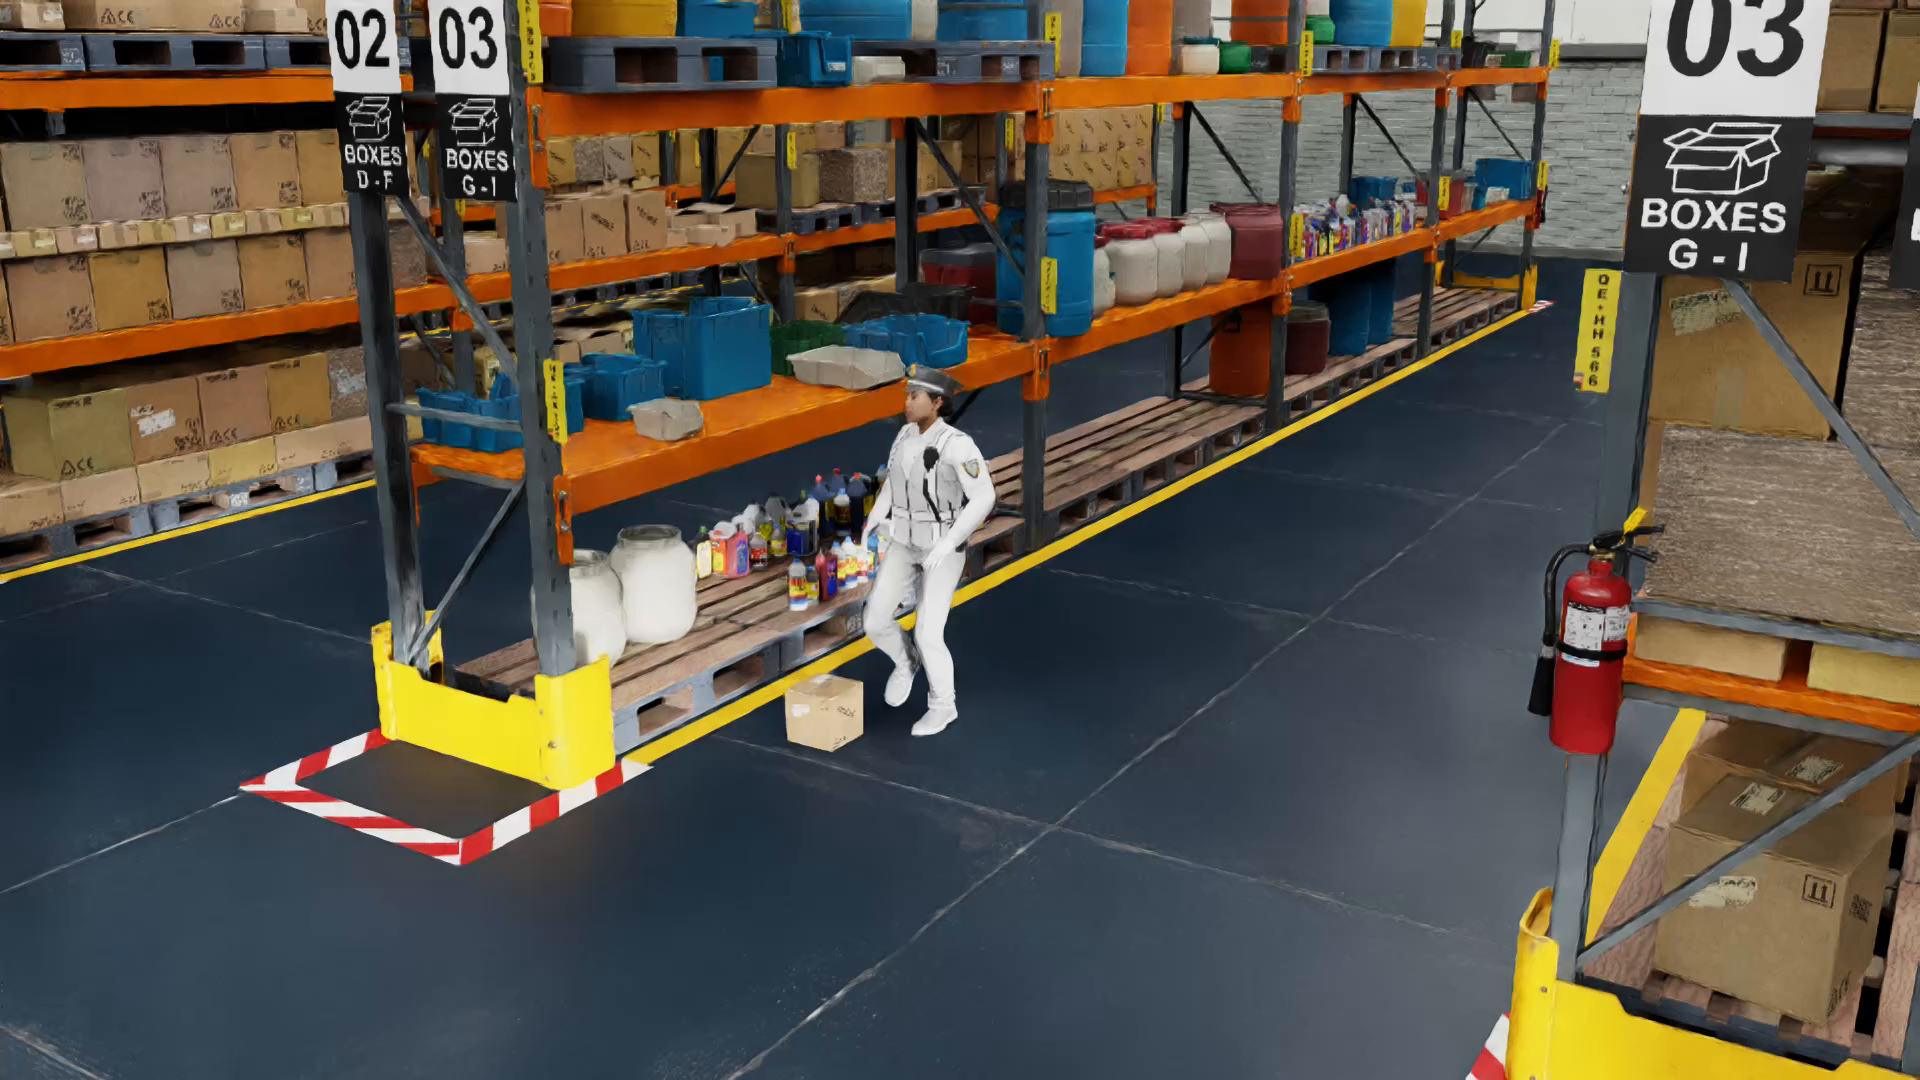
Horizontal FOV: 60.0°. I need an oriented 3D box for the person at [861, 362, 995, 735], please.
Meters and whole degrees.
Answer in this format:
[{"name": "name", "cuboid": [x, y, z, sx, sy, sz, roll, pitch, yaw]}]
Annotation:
[{"name": "person", "cuboid": [-0.165, 0.047, 7.380, 0.675, 1.668, 0.467, 12, 20, 35]}]
